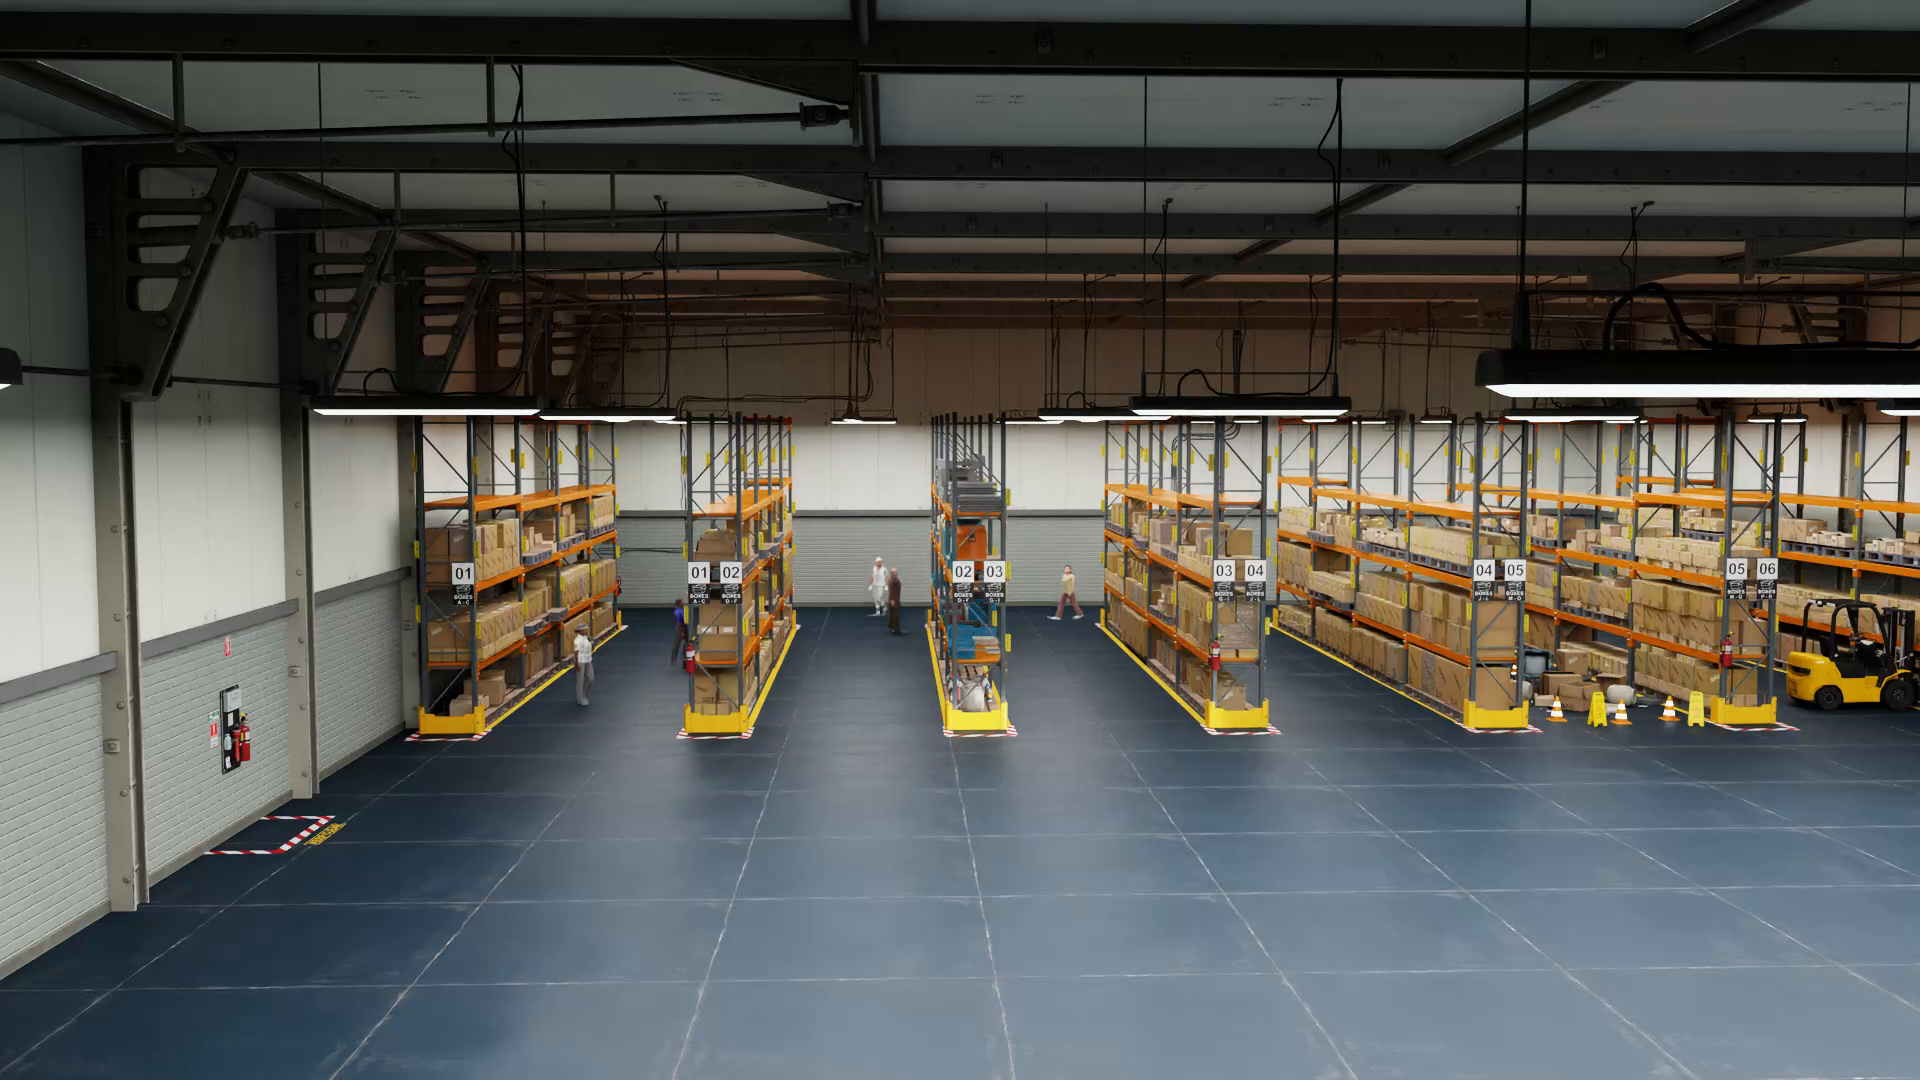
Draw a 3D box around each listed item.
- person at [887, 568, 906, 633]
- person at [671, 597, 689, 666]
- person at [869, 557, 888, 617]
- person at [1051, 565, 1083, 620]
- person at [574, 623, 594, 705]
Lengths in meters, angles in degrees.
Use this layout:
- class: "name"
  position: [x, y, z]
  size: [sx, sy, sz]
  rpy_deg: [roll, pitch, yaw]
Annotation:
- class: "person"
  position: [-1.754, 1.681, 46.355]
  size: [0.572, 1.801, 0.614]
  rpy_deg: [1, 4, 11]
- class: "person"
  position: [-6.629, 2.206, 39.913]
  size: [0.532, 1.666, 0.624]
  rpy_deg: [2, 5, 30]
- class: "person"
  position: [-2.470, 1.416, 50.042]
  size: [0.475, 1.791, 0.482]
  rpy_deg: [3, 5, 38]
- class: "person"
  position: [3.174, 1.557, 49.173]
  size: [1.022, 1.629, 0.512]
  rpy_deg: [-3, 5, -34]
- class: "person"
  position: [-7.820, 2.550, 34.370]
  size: [0.454, 1.696, 0.520]
  rpy_deg: [2, 4, 25]
